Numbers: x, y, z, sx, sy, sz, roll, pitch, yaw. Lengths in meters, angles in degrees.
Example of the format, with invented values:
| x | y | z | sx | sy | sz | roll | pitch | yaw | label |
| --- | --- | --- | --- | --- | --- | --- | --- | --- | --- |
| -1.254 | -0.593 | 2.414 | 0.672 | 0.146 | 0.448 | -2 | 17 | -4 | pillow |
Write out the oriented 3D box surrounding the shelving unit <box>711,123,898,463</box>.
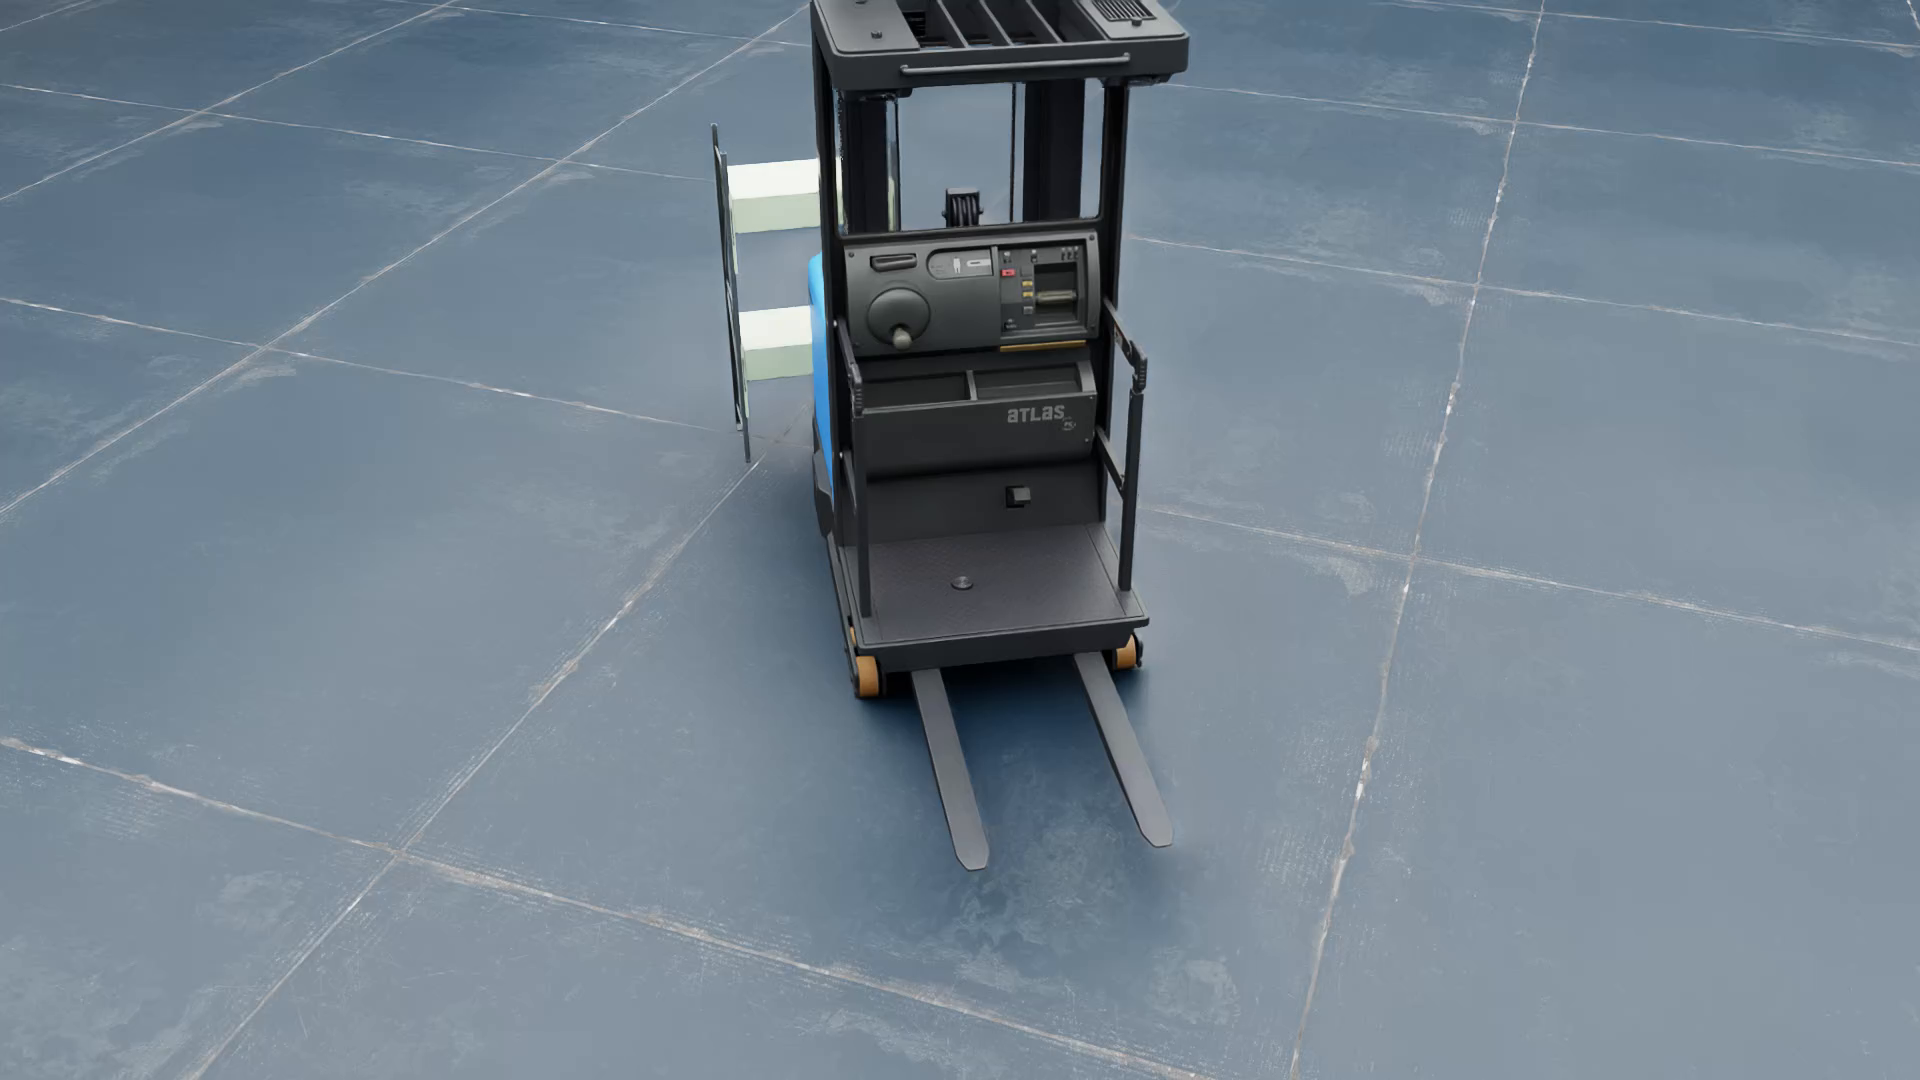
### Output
| x | y | z | sx | sy | sz | roll | pitch | yaw | label |
| --- | --- | --- | --- | --- | --- | --- | --- | --- | --- |
| -0.684 | -1.146 | 7.642 | 0.755 | 1.500 | 0.431 | -7 | 34 | -11 | shelving unit |

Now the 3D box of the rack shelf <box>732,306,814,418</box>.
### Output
| x | y | z | sx | sy | sz | roll | pitch | yaw | label |
| --- | --- | --- | --- | --- | --- | --- | --- | --- | --- |
| -0.684 | -0.872 | 7.819 | 0.720 | 0.370 | 0.431 | -7 | 34 | -11 | rack shelf |

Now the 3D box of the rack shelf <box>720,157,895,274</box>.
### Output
| x | y | z | sx | sy | sz | roll | pitch | yaw | label |
| --- | --- | --- | --- | --- | --- | --- | --- | --- | --- |
| -0.684 | -1.474 | 7.430 | 0.720 | 0.370 | 0.431 | -7 | 34 | -11 | rack shelf |

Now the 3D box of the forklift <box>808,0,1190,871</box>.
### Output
| x | y | z | sx | sy | sz | roll | pitch | yaw | label |
| --- | --- | --- | --- | --- | --- | --- | --- | --- | --- |
| 0.089 | -0.845 | 5.856 | 1.130 | 2.935 | 3.031 | -5 | 33 | -8 | forklift |

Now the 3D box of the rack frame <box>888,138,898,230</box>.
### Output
| x | y | z | sx | sy | sz | roll | pitch | yaw | label |
| --- | --- | --- | --- | --- | --- | --- | --- | --- | --- |
| -0.328 | -1.191 | 7.713 | 0.023 | 1.500 | 0.400 | -7 | 34 | -11 | rack frame |

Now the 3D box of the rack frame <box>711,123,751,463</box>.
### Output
| x | y | z | sx | sy | sz | roll | pitch | yaw | label |
| --- | --- | --- | --- | --- | --- | --- | --- | --- | --- |
| -1.041 | -1.100 | 7.571 | 0.023 | 1.500 | 0.400 | -7 | 34 | -11 | rack frame |
